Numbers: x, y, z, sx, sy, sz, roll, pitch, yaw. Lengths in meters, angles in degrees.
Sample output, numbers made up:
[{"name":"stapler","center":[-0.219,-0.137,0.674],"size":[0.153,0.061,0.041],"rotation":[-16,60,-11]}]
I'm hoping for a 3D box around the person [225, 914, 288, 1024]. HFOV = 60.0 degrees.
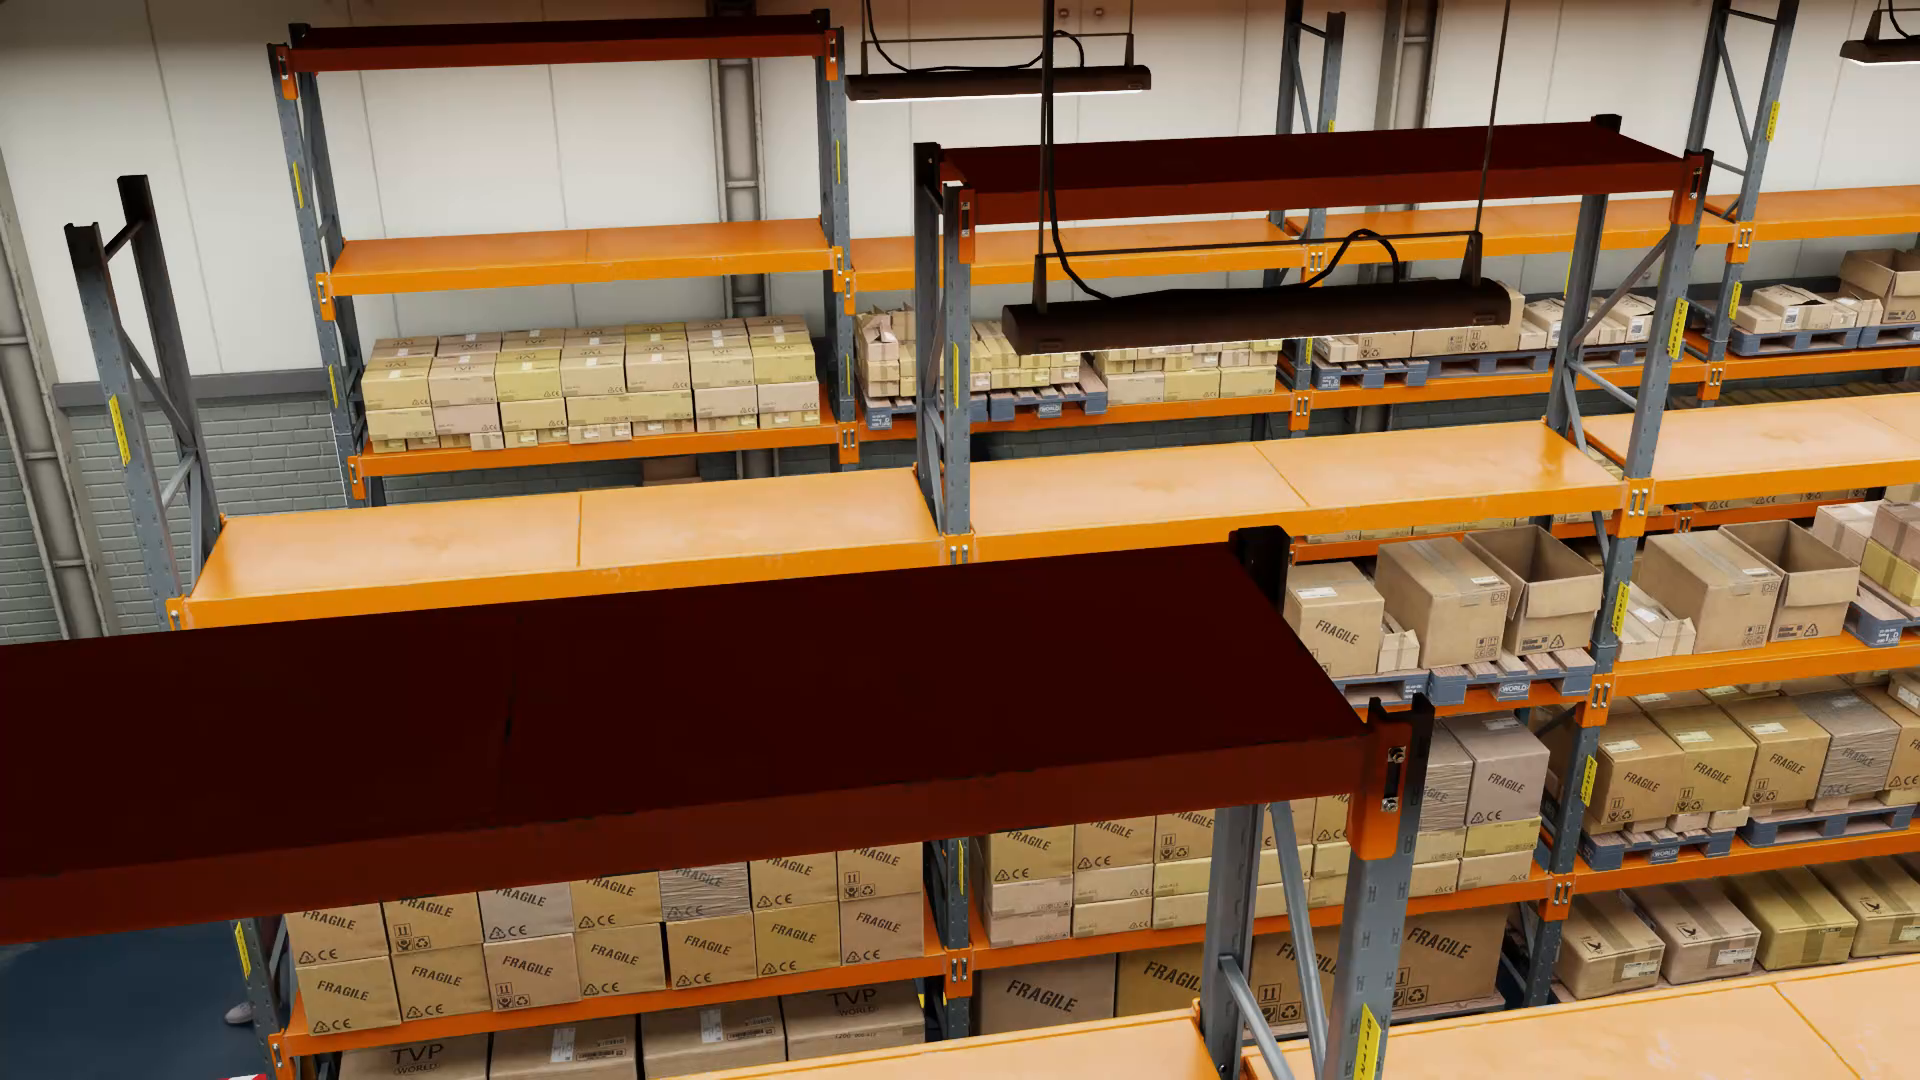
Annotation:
[{"name":"person","center":[-4.527,2.476,11.169],"size":[0.979,1.727,0.774],"rotation":[-20,32,-35]}]
